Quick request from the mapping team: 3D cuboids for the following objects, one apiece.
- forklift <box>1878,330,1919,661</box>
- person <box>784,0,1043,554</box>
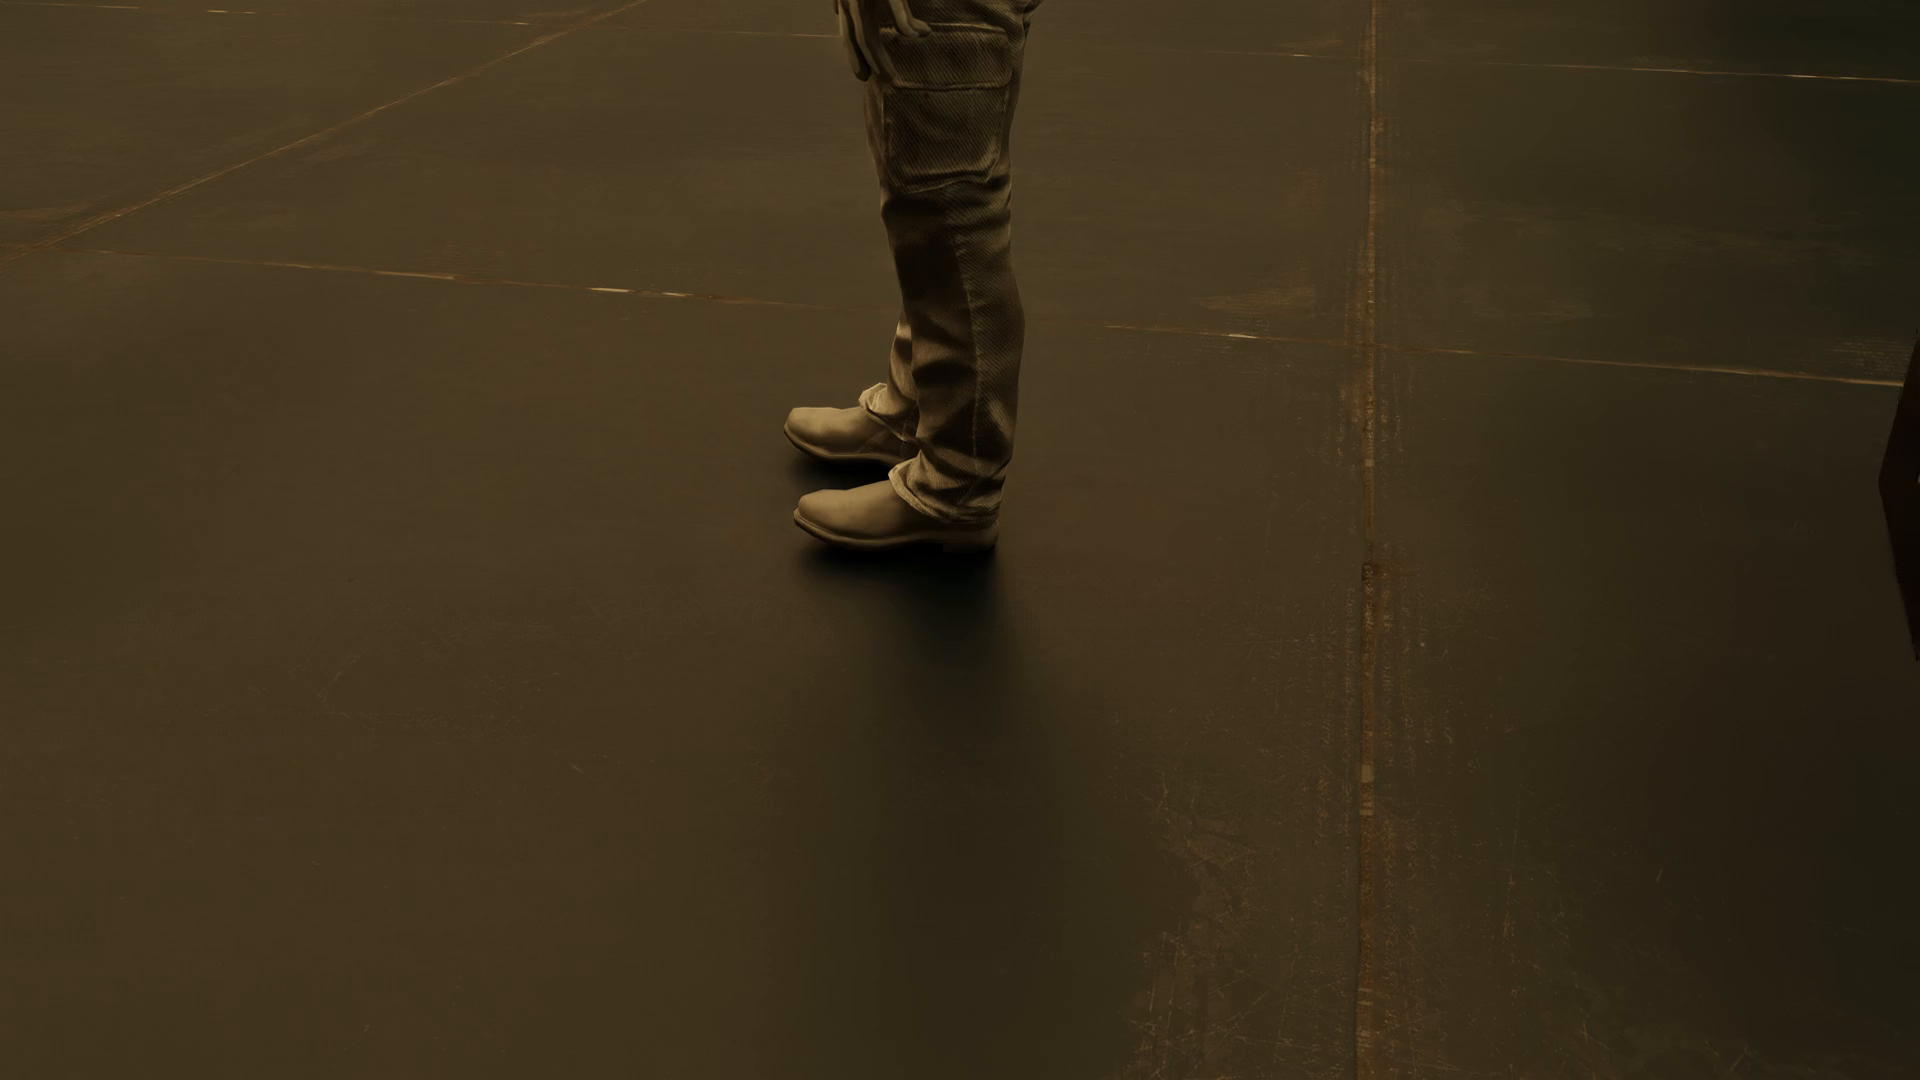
[{"bbox_3d":[2.638,-0.901,1.033,3.031,2.935,1.130,10,28,19],"label":"forklift"},{"bbox_3d":[-0.069,-0.813,2.117,0.575,1.785,0.657,6,27,11],"label":"person"}]
